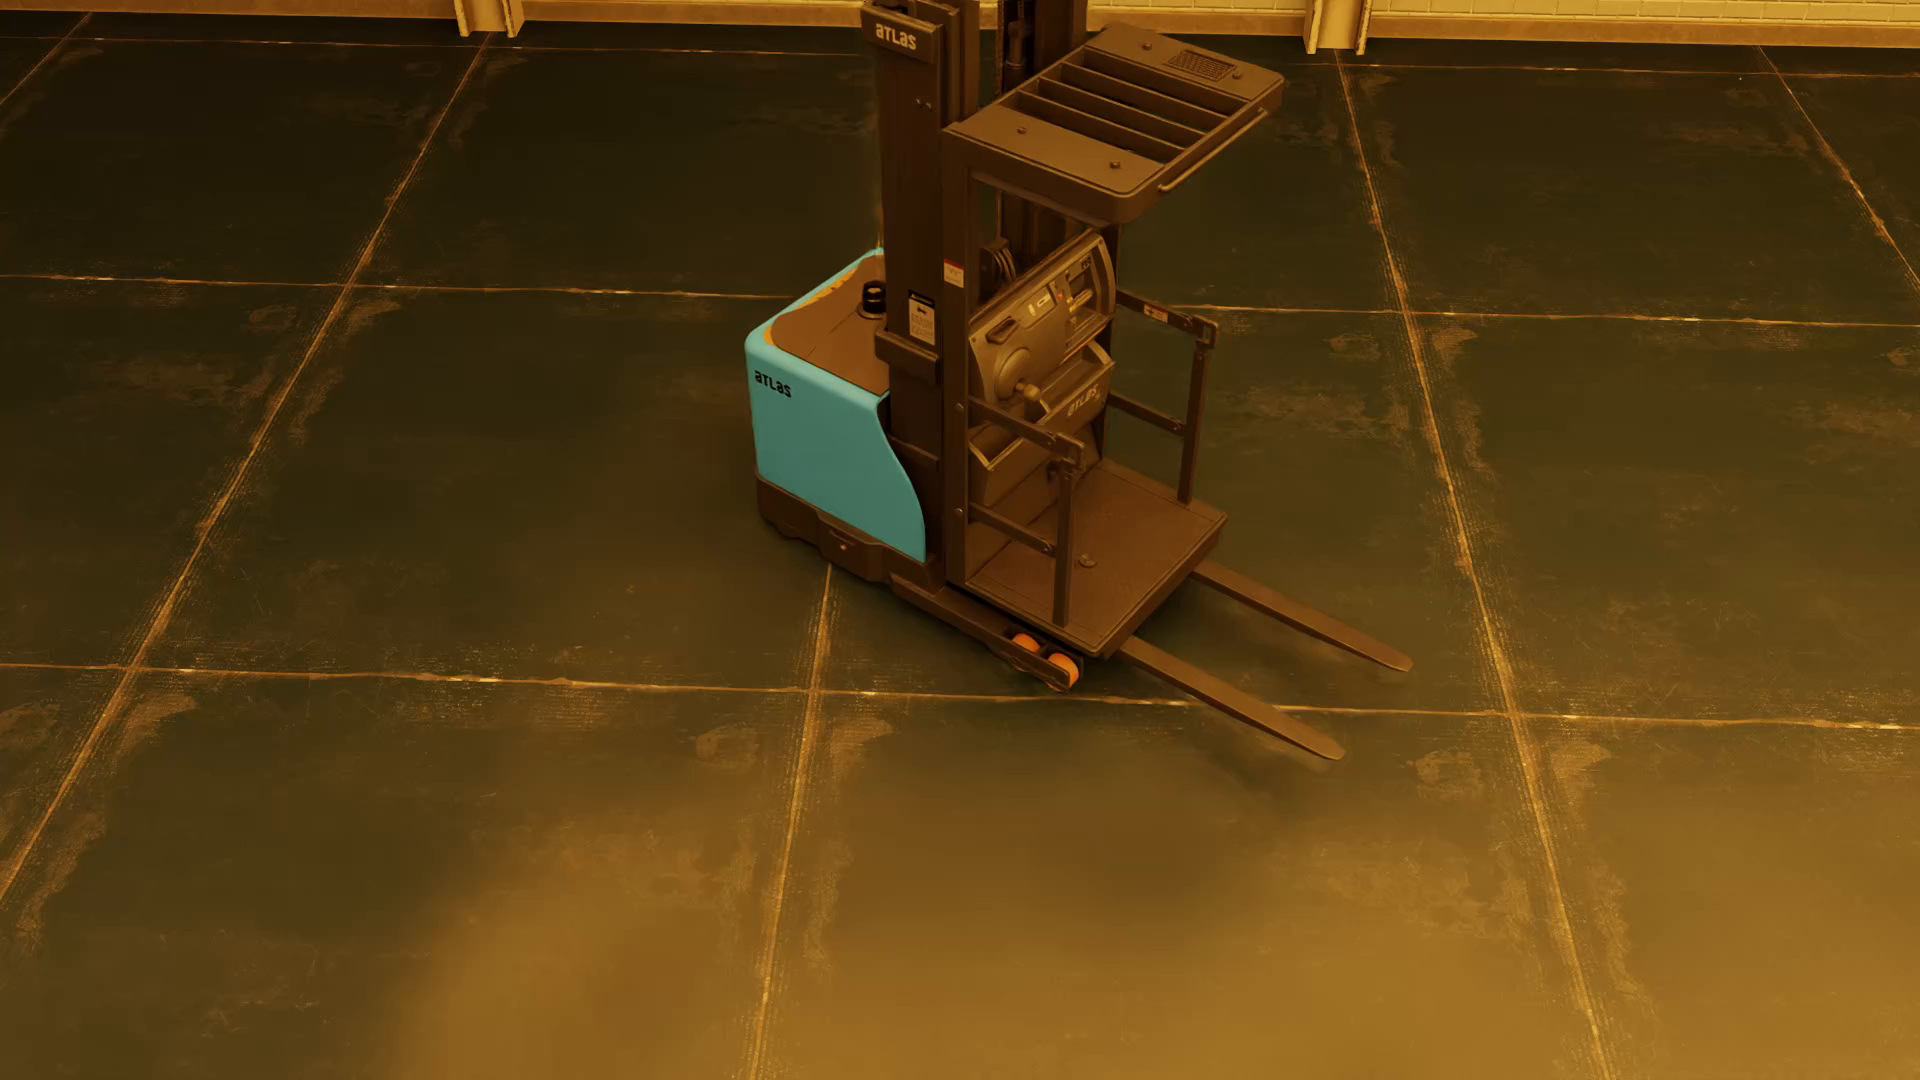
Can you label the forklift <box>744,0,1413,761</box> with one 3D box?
[{"bbox_3d":[0.510,-0.837,6.659,3.031,2.935,1.130,27,49,27],"label":"forklift"}]
